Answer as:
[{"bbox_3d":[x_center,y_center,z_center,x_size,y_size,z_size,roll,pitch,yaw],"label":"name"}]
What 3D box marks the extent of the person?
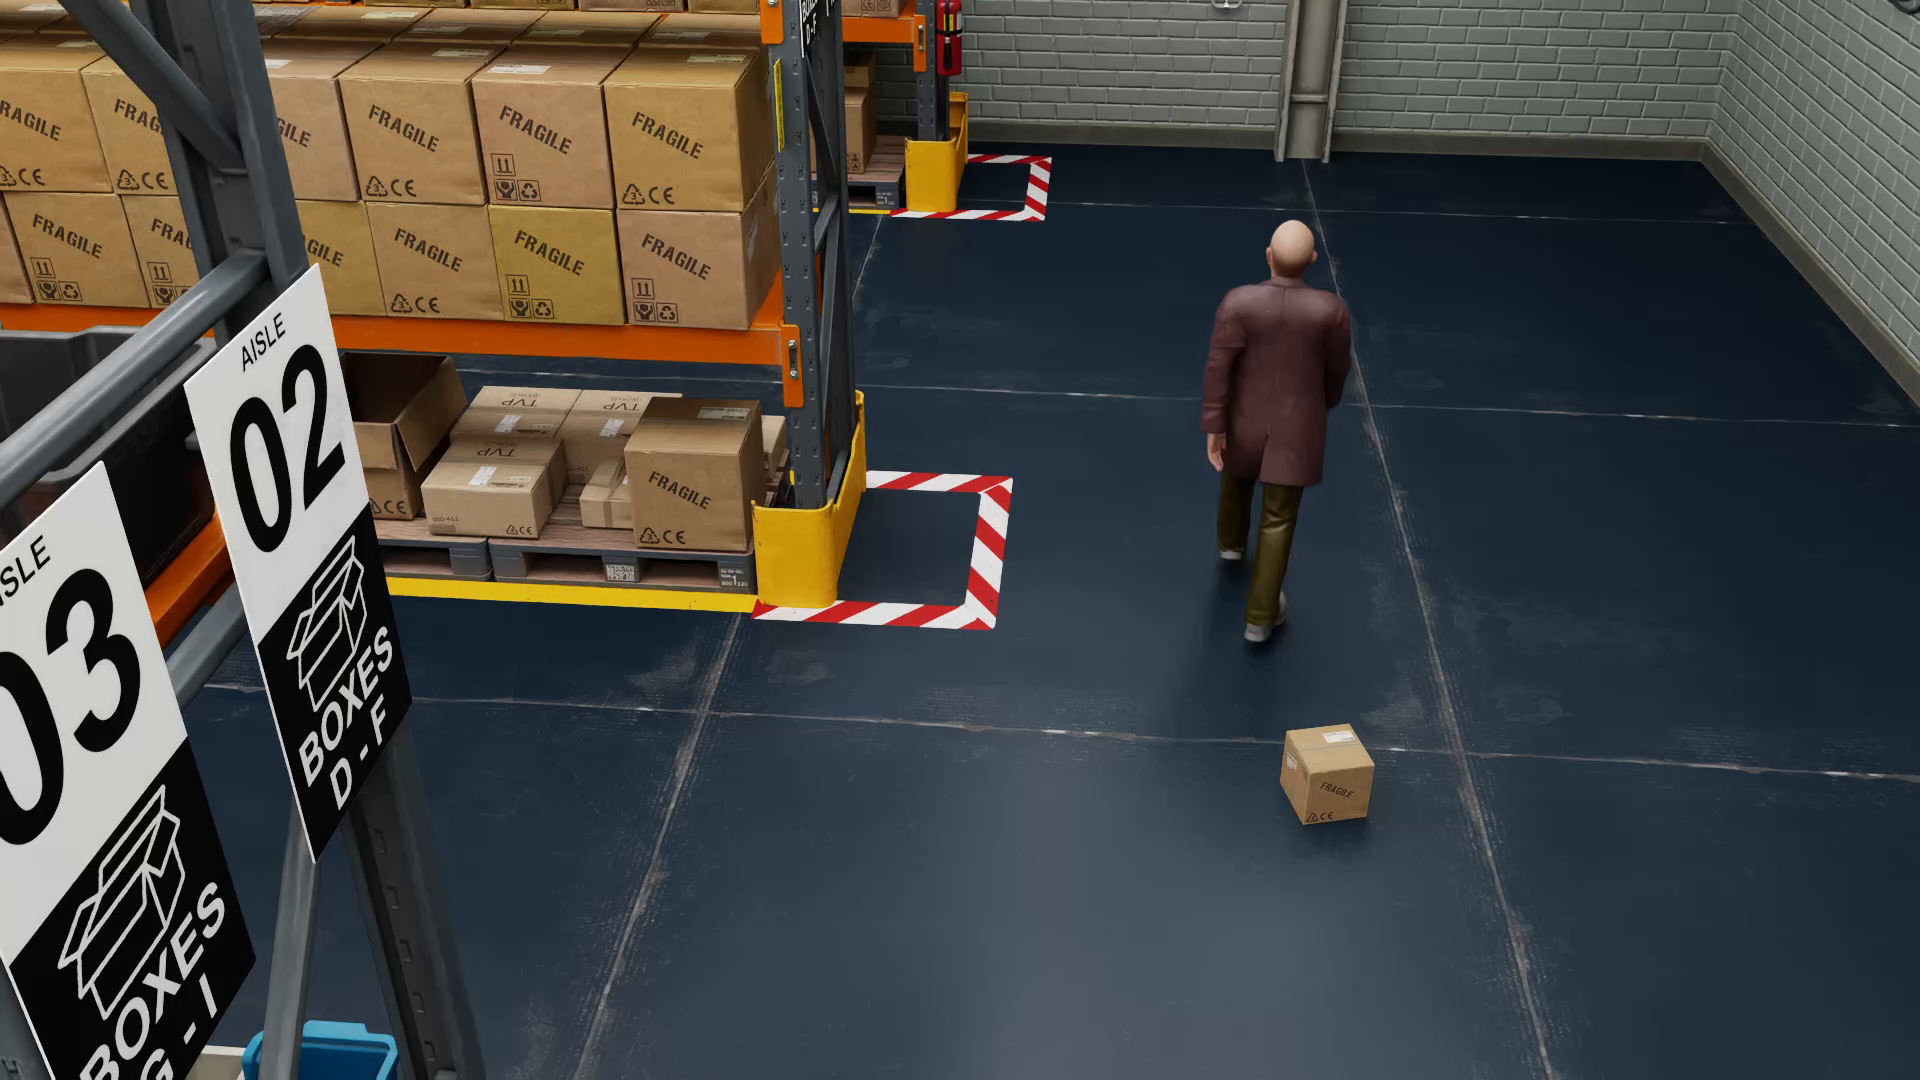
[{"bbox_3d":[1.319,-0.522,6.981,0.573,1.769,0.979,8,33,13],"label":"person"}]
